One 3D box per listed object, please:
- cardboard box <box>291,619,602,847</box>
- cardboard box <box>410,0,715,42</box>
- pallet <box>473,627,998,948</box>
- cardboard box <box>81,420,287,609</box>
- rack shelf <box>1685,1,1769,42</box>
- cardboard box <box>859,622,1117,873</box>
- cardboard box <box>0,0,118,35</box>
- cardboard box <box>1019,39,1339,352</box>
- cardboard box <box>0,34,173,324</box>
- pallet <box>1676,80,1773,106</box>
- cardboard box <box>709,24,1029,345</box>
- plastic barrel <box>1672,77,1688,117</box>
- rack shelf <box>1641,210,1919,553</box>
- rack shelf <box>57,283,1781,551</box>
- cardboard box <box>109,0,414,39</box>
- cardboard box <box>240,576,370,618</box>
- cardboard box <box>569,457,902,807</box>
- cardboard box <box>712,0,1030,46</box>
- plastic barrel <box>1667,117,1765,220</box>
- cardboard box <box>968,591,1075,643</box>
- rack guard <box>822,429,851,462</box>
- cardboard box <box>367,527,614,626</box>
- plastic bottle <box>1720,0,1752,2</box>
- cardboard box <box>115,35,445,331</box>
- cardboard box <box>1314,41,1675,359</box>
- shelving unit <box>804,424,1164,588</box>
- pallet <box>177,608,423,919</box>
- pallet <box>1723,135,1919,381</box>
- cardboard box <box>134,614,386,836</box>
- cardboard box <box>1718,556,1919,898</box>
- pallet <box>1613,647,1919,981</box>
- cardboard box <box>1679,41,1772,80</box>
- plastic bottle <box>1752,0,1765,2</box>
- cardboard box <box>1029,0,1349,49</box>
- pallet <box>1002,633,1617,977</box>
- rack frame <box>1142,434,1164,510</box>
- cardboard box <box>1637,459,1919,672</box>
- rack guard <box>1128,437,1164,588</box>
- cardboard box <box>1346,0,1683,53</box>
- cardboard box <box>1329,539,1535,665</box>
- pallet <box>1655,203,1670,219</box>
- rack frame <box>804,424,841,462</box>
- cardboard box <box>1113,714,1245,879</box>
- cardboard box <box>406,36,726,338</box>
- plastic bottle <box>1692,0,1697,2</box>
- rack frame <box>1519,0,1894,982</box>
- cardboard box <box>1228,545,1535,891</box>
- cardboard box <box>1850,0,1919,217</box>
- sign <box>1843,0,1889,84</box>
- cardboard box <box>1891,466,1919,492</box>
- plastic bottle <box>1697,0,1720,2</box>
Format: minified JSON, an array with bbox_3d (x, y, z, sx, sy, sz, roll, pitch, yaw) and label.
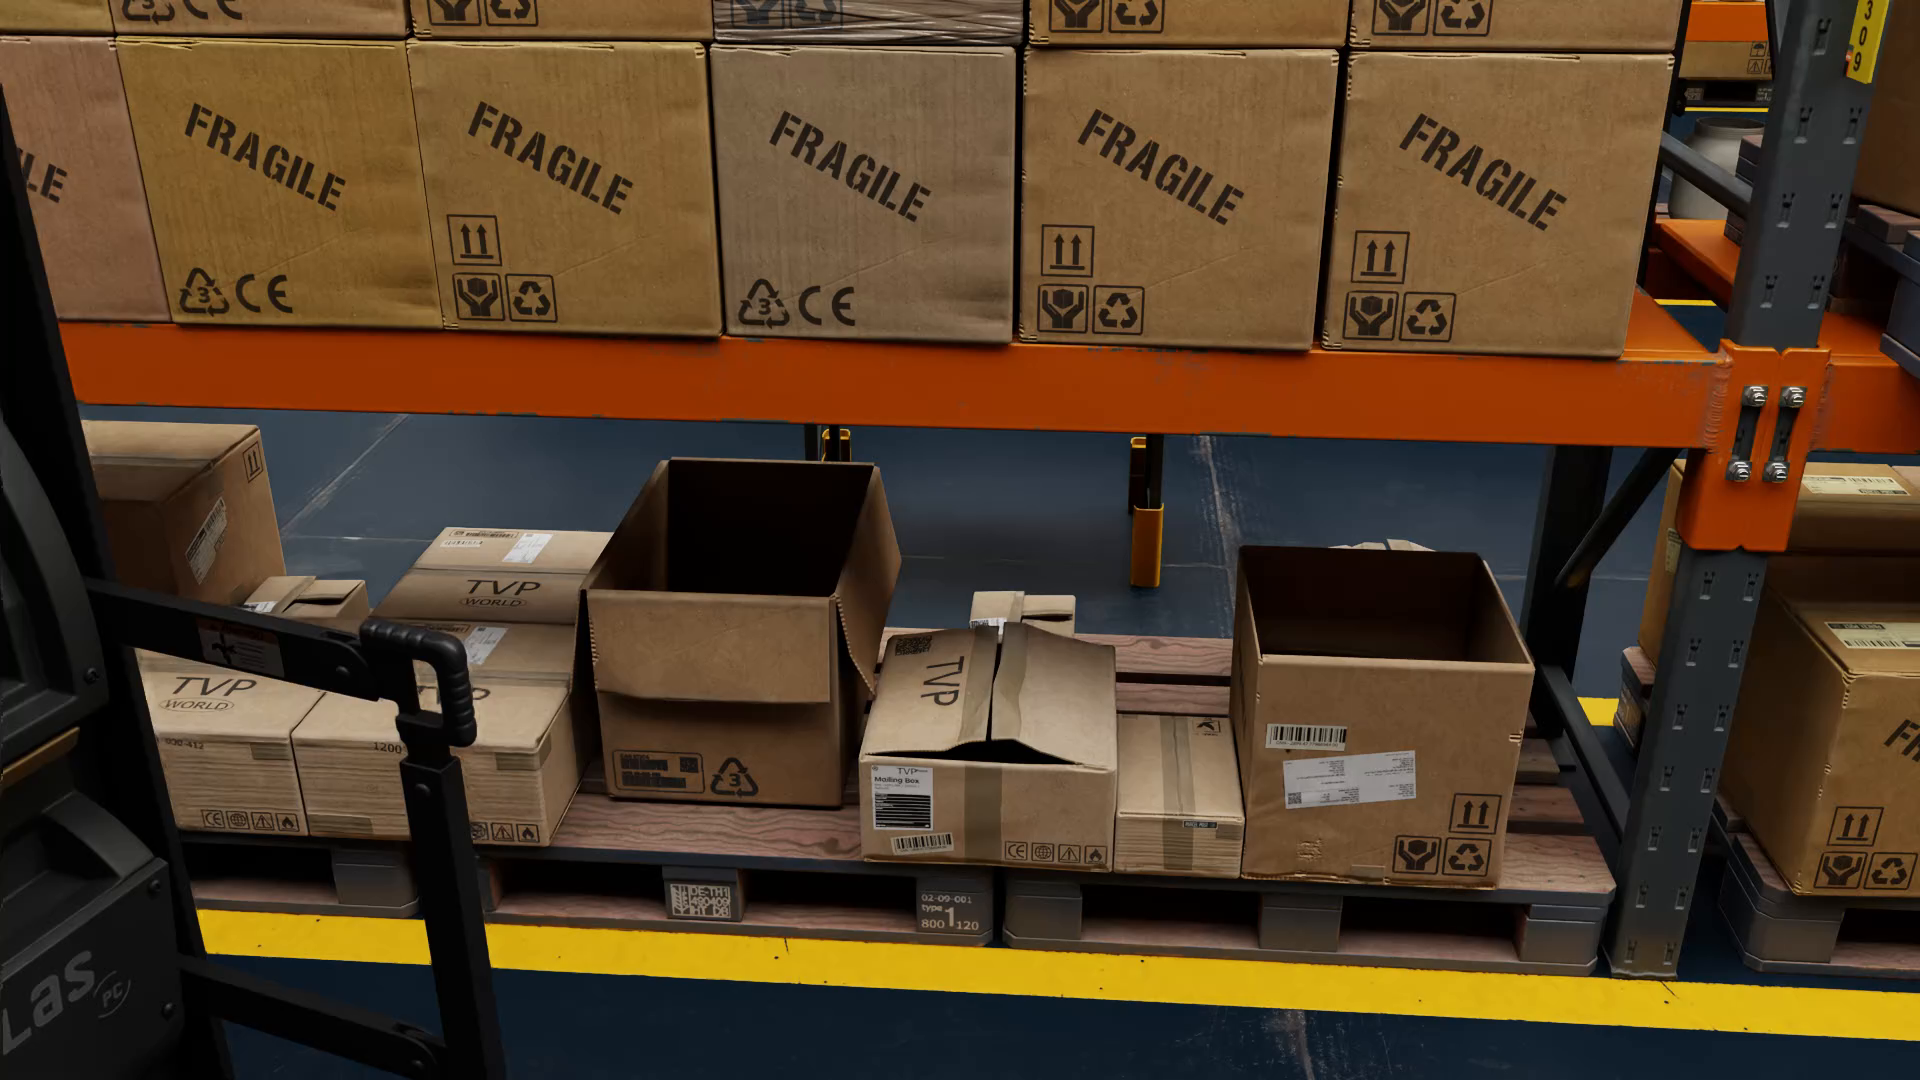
[{"bbox_3d":[-1.062,0.400,3.555,0.500,0.250,0.500,2,25,4],"label":"cardboard box"},{"bbox_3d":[-0.630,-1.145,2.834,0.500,0.500,0.500,2,25,4],"label":"cardboard box"},{"bbox_3d":[-0.496,0.518,3.873,1.213,0.211,1.003,2,25,4],"label":"pallet"},{"bbox_3d":[-2.018,0.034,4.053,0.500,0.500,0.500,2,25,4],"label":"cardboard box"},{"bbox_3d":[3.786,-2.362,7.656,4.000,0.370,1.077,2,25,4],"label":"rack shelf"},{"bbox_3d":[0.071,0.409,3.463,0.500,0.311,0.500,2,25,4],"label":"cardboard box"},{"bbox_3d":[-1.635,-1.179,2.908,0.500,0.500,0.500,2,25,5],"label":"cardboard box"},{"bbox_3d":[0.377,-0.659,2.975,0.500,0.500,0.500,3,25,5],"label":"cardboard box"},{"bbox_3d":[-1.642,-0.724,3.115,0.500,0.500,0.500,2,25,3],"label":"cardboard box"},{"bbox_3d":[5.379,-3.479,12.559,1.213,0.211,1.003,2,25,4],"label":"pallet"},{"bbox_3d":[-0.136,-0.675,3.008,0.500,0.500,0.500,2,25,5],"label":"cardboard box"},{"bbox_3d":[3.039,-1.944,7.893,0.708,0.901,0.600,2,25,4],"label":"plastic barrel"},{"bbox_3d":[3.403,-0.298,3.170,4.000,0.370,1.077,2,25,4],"label":"rack shelf"},{"bbox_3d":[-0.585,-0.426,3.448,4.000,0.370,1.077,2,25,4],"label":"rack shelf"},{"bbox_3d":[-1.137,-1.161,2.868,0.500,0.500,0.500,2,25,5],"label":"cardboard box"},{"bbox_3d":[-1.622,0.236,4.013,0.250,0.166,0.380,2,25,4],"label":"cardboard box"},{"bbox_3d":[-0.465,0.187,3.714,0.637,0.503,0.797,2,25,4],"label":"cardboard box"},{"bbox_3d":[-0.129,-1.128,2.798,0.500,0.500,0.500,2,25,4],"label":"cardboard box"},{"bbox_3d":[3.595,-1.711,7.854,0.421,0.512,0.421,0,25,0],"label":"plastic barrel"},{"bbox_3d":[0.144,0.271,3.935,0.250,0.166,0.380,2,25,4],"label":"cardboard box"},{"bbox_3d":[-0.421,-0.127,5.227,0.087,0.250,0.587,2,25,4],"label":"rack guard"},{"bbox_3d":[-1.074,0.190,4.012,0.500,0.250,0.500,2,25,4],"label":"cardboard box"},{"bbox_3d":[3.379,-2.486,7.213,0.135,0.276,0.152,2,25,4],"label":"plastic bottle"},{"bbox_3d":[-1.142,-0.707,3.077,0.500,0.500,0.500,2,25,4],"label":"cardboard box"},{"bbox_3d":[0.891,-0.643,2.940,0.500,0.500,0.500,2,25,5],"label":"cardboard box"},{"bbox_3d":[0.076,-0.679,4.931,1.083,1.500,0.587,2,25,4],"label":"shelving unit"},{"bbox_3d":[-1.709,0.478,3.960,1.213,0.211,1.003,2,25,4],"label":"pallet"},{"bbox_3d":[2.197,-0.531,3.044,1.213,0.211,1.003,2,25,4],"label":"pallet"},{"bbox_3d":[-1.561,0.384,3.590,0.500,0.250,0.500,2,25,4],"label":"cardboard box"},{"bbox_3d":[1.872,0.364,3.335,0.500,0.500,0.500,1,25,2],"label":"cardboard box"},{"bbox_3d":[2.223,0.588,3.719,1.213,0.211,1.003,2,25,4],"label":"pallet"},{"bbox_3d":[5.473,-3.946,12.276,0.875,0.875,1.225,1,25,2],"label":"cardboard box"},{"bbox_3d":[3.492,-2.469,7.181,0.097,0.271,0.097,0,25,0],"label":"plastic bottle"},{"bbox_3d":[0.374,-1.112,2.762,0.500,0.500,0.500,1,25,3],"label":"cardboard box"},{"bbox_3d":[0.724,0.556,3.790,1.213,0.211,1.003,2,25,4],"label":"pallet"},{"bbox_3d":[0.592,-0.662,4.895,0.032,1.500,0.500,2,25,4],"label":"rack frame"},{"bbox_3d":[1.923,0.143,3.814,0.500,0.500,0.500,2,25,4],"label":"cardboard box"},{"bbox_3d":[0.573,-0.095,5.158,0.087,0.250,0.587,2,25,4],"label":"rack guard"},{"bbox_3d":[0.885,-1.097,2.729,0.500,0.500,0.500,2,25,4],"label":"cardboard box"},{"bbox_3d":[1.007,0.229,3.854,0.500,0.311,0.500,2,25,4],"label":"cardboard box"},{"bbox_3d":[3.778,-1.406,8.054,1.213,0.211,1.003,2,25,4],"label":"pallet"},{"bbox_3d":[-0.422,-0.695,4.966,0.032,1.500,0.500,2,25,4],"label":"rack frame"},{"bbox_3d":[0.440,0.519,3.417,0.250,0.149,0.380,2,25,4],"label":"cardboard box"},{"bbox_3d":[-0.644,-0.690,3.041,0.500,0.500,0.500,2,25,5],"label":"cardboard box"},{"bbox_3d":[3.147,-2.494,7.229,0.135,0.276,0.152,2,25,4],"label":"plastic bottle"},{"bbox_3d":[1.409,-0.689,3.158,0.127,3.000,1.000,2,25,4],"label":"rack frame"},{"bbox_3d":[0.819,0.347,3.372,0.500,0.500,0.500,2,25,4],"label":"cardboard box"},{"bbox_3d":[1.864,-0.817,2.814,0.500,0.500,0.700,-6,25,-14],"label":"cardboard box"},{"bbox_3d":[1.375,-0.856,2.485,0.005,0.325,0.100,2,25,4],"label":"sign"},{"bbox_3d":[2.415,0.163,3.772,0.500,0.500,0.500,2,25,4],"label":"cardboard box"},{"bbox_3d":[3.261,-2.445,7.212,0.097,0.201,0.097,0,25,0],"label":"plastic bottle"}]
